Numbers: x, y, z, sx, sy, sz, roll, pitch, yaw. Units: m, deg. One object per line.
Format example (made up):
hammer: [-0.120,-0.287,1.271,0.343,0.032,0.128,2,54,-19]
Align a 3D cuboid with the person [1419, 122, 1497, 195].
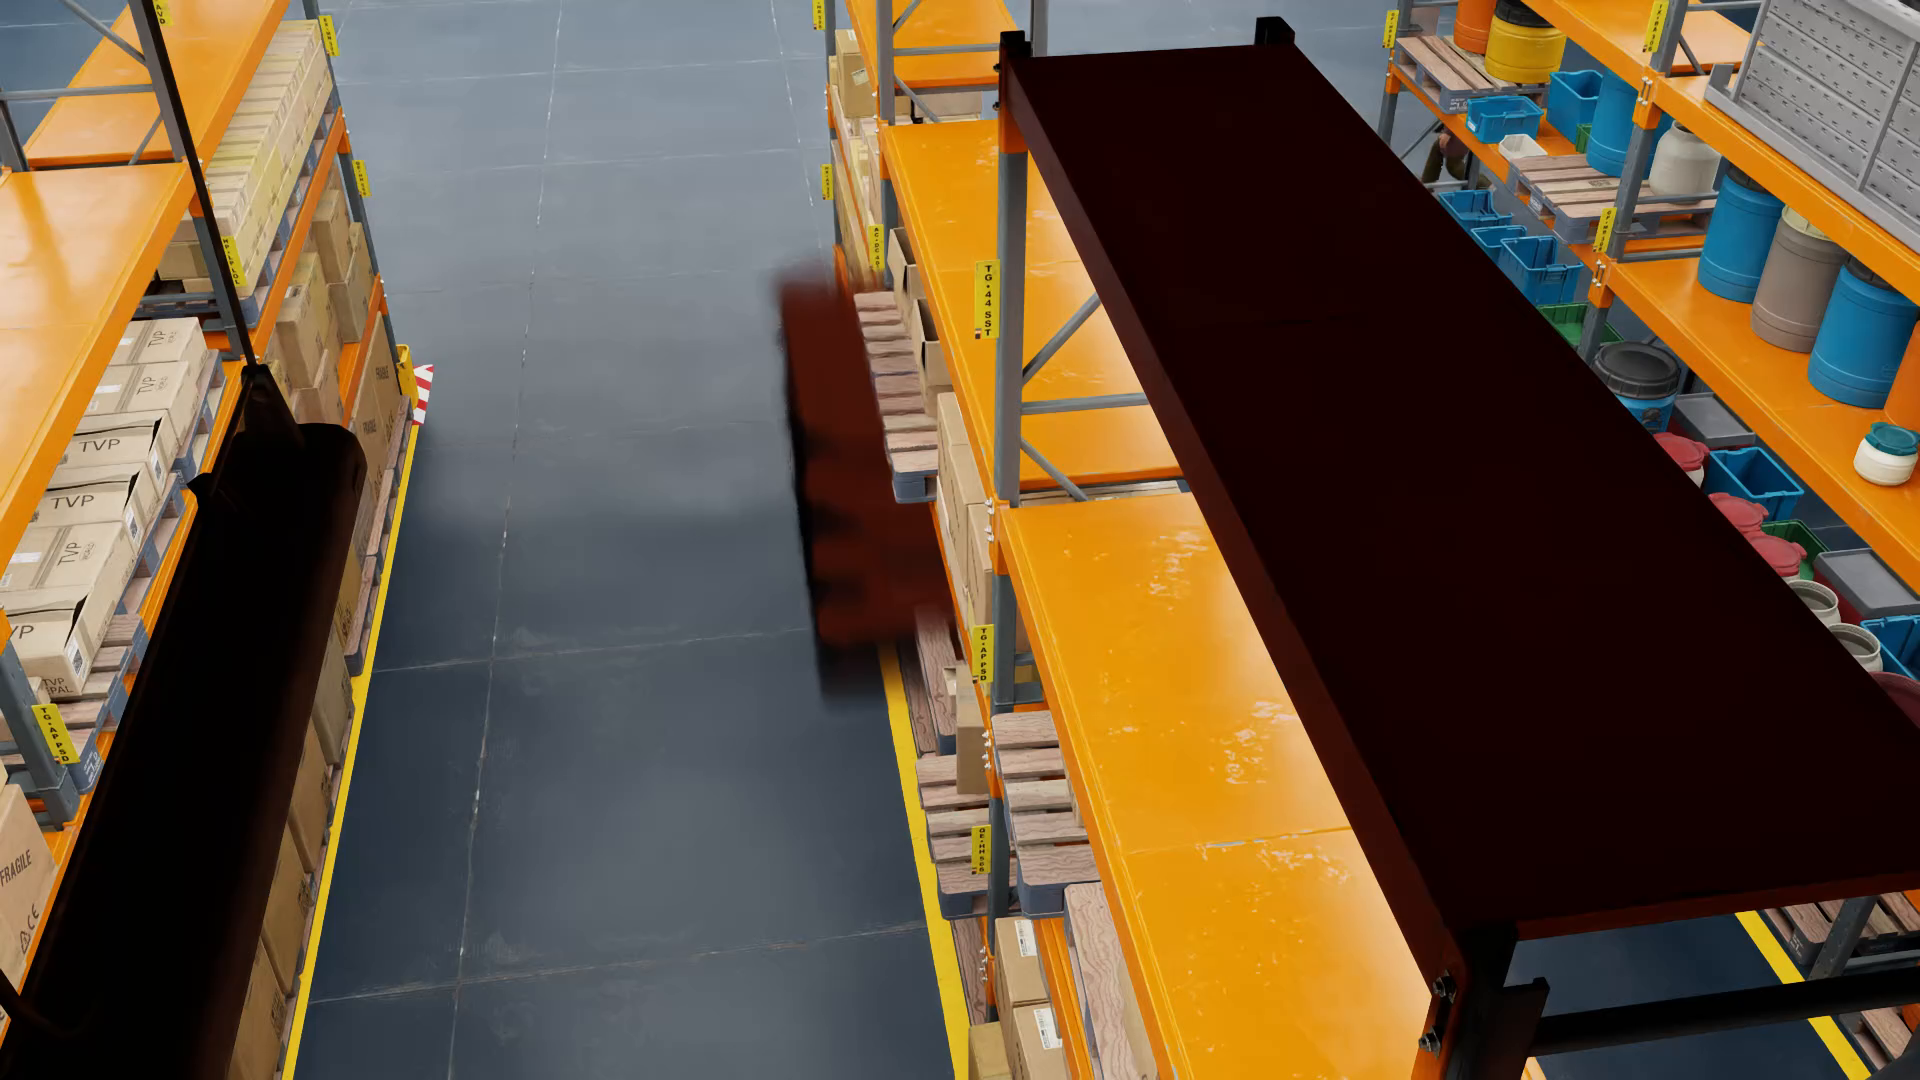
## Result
person: [5.429,-4.477,18.066,1.021,1.744,0.639,13,38,16]
